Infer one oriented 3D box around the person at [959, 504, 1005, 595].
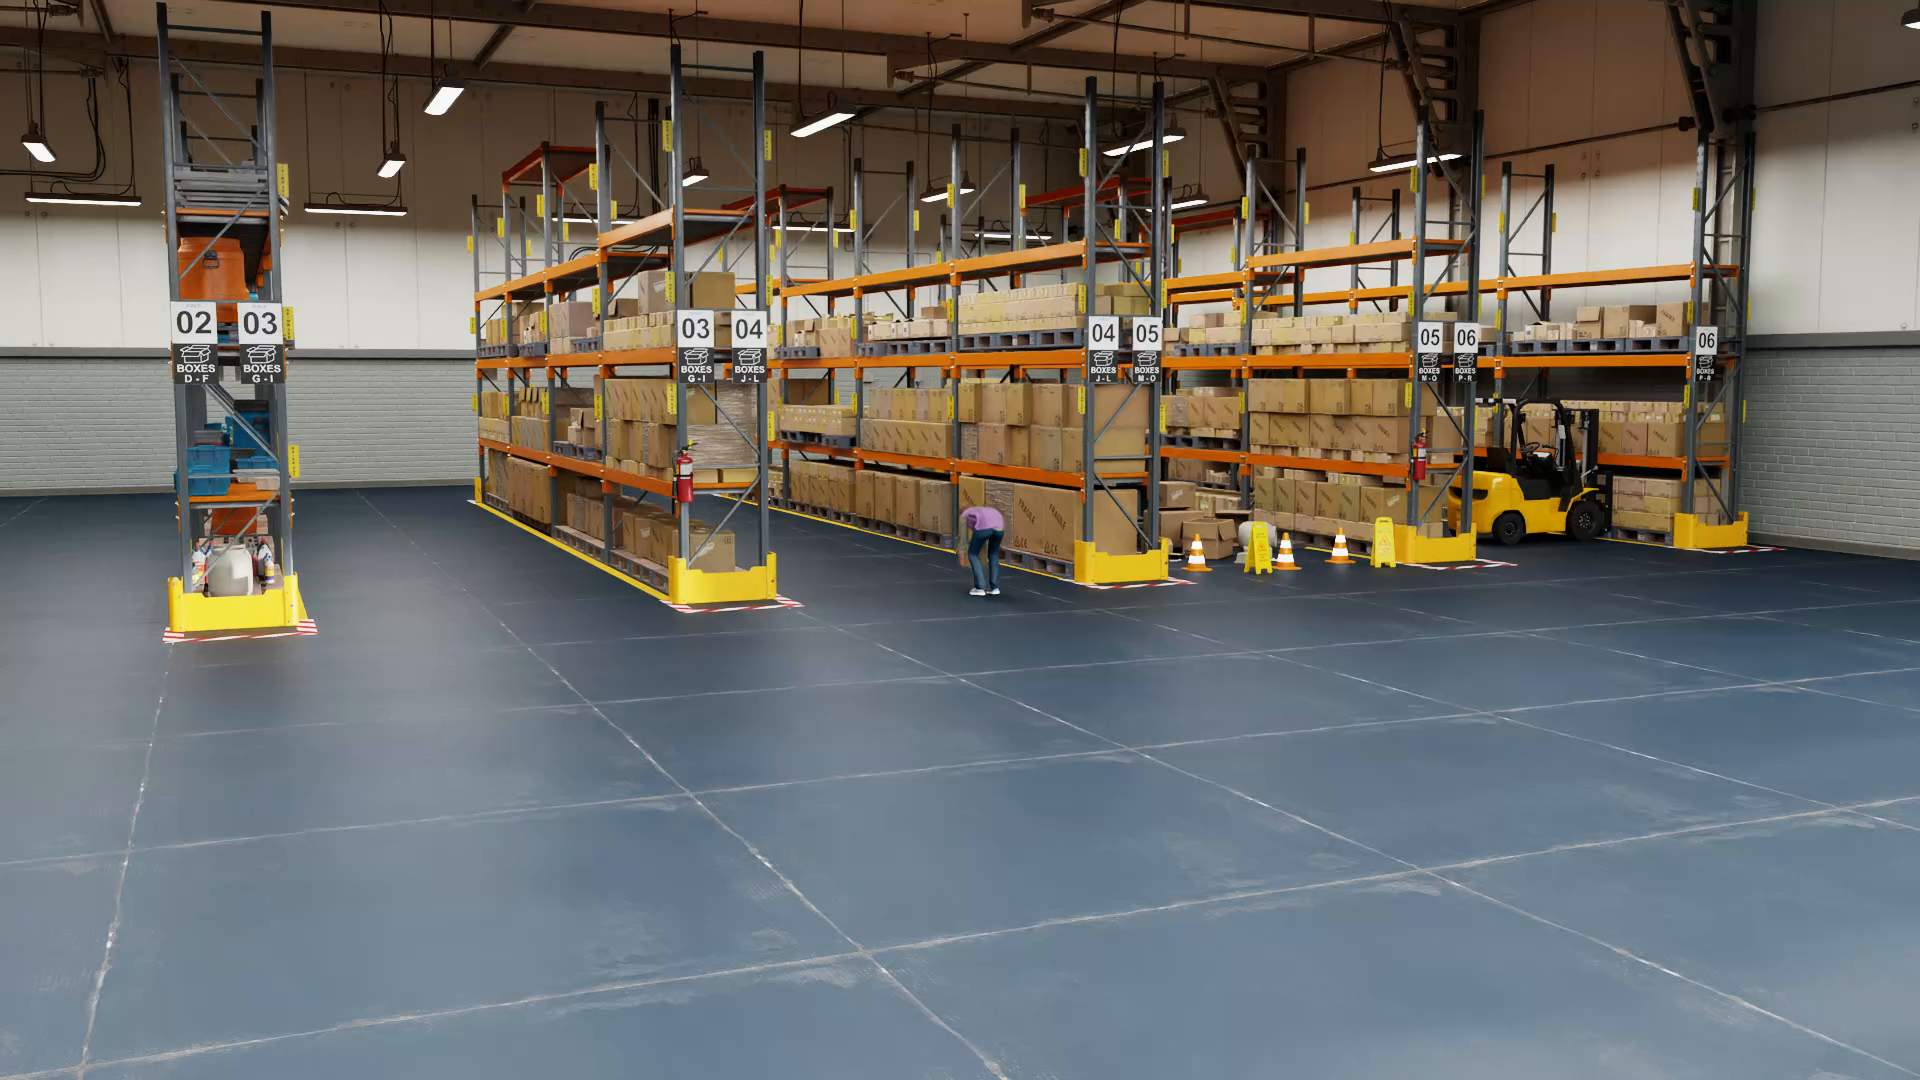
[{"bbox_3d":[0.215,0.109,19.105,0.389,1.012,0.868,-3,6,-26],"label":"person"}]
